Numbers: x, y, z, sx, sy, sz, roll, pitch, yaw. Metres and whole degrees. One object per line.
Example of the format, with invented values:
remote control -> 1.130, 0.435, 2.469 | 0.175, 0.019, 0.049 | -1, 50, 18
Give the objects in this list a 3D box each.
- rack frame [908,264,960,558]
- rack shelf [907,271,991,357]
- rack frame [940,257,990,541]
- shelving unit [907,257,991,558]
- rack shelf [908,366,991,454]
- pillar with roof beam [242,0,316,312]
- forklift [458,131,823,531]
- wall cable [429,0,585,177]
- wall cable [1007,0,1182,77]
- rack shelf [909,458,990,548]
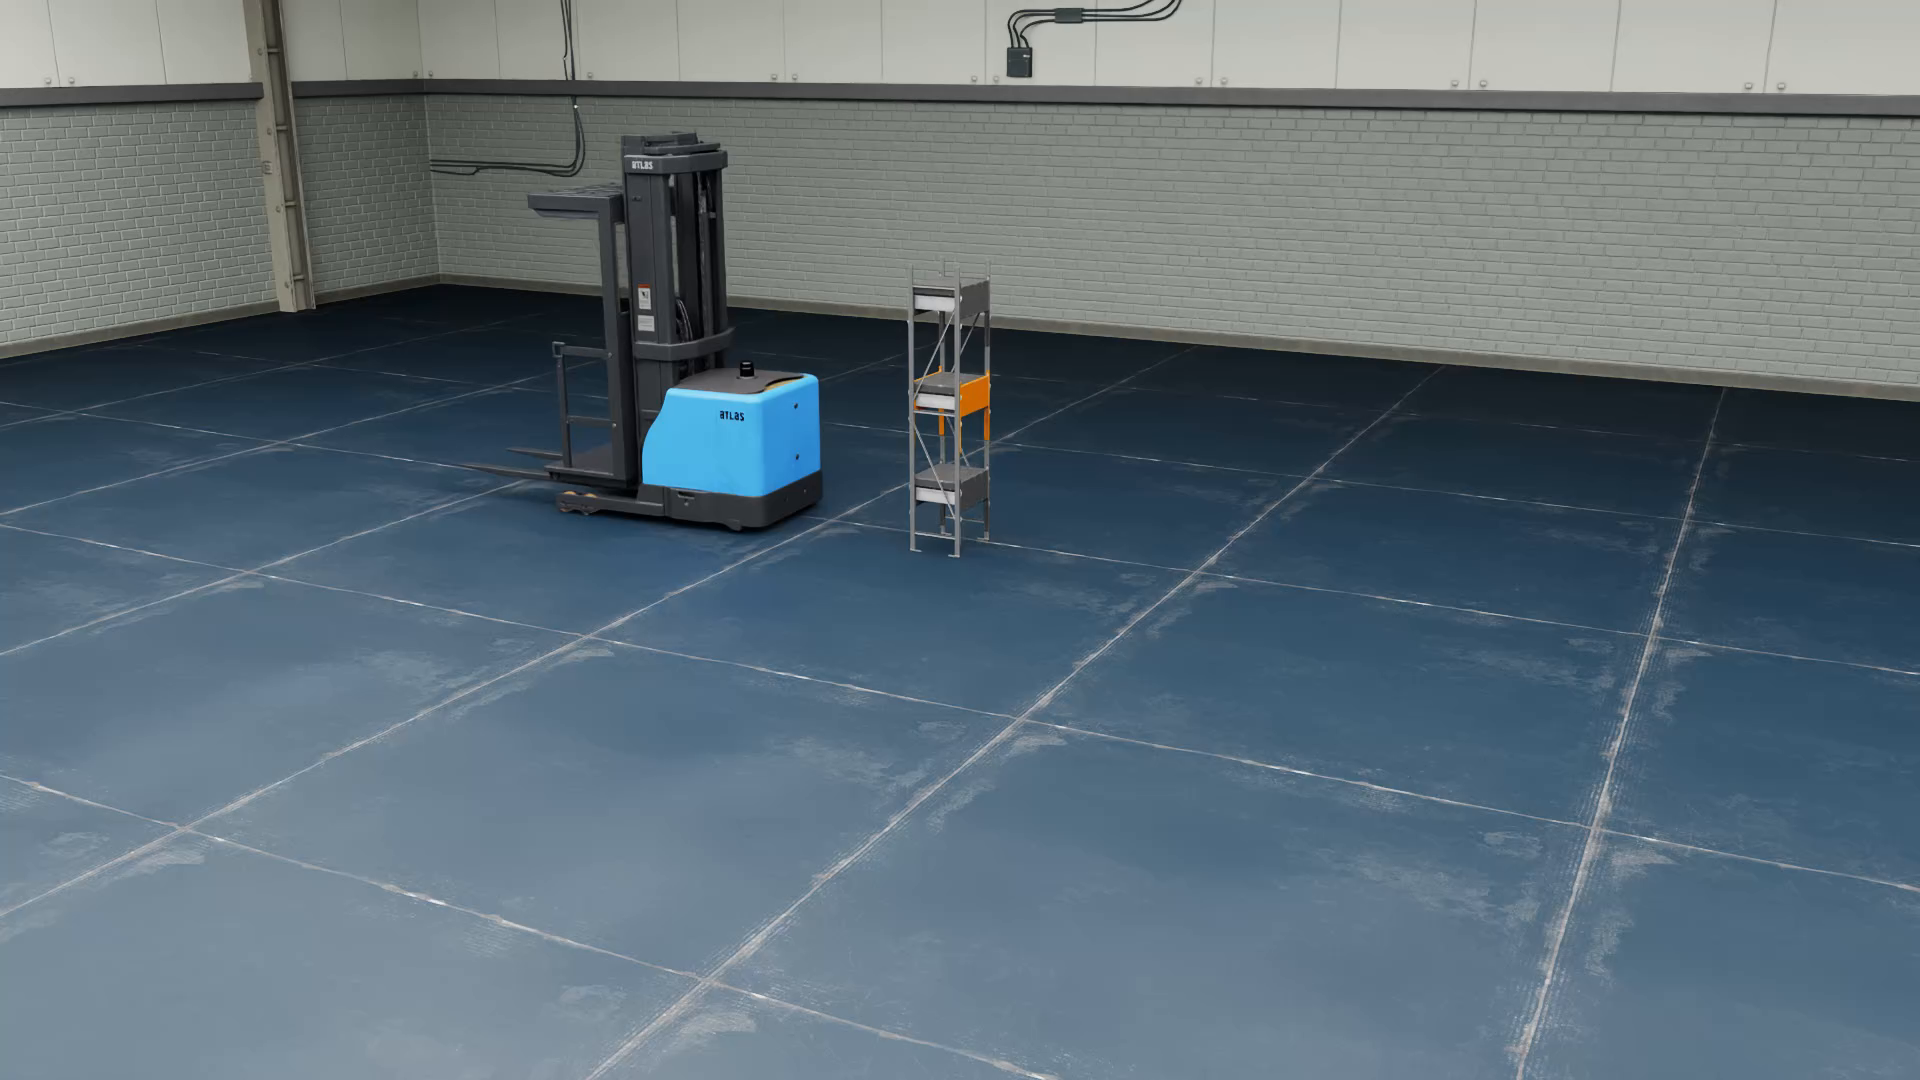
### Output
rack frame -> -0.183, -0.902, 11.874 | 0.400, 2.100, 0.015 | 8, 18, 25
rack shelf -> -0.074, -1.622, 11.888 | 0.431, 0.518, 0.480 | 8, 18, 25
rack frame -> 0.035, -1.027, 12.293 | 0.400, 2.100, 0.015 | 8, 18, 25
shelving unit -> -0.074, -0.964, 12.083 | 0.431, 2.100, 0.503 | 8, 18, 25
rack shelf -> -0.074, -0.951, 12.087 | 0.431, 0.518, 0.480 | 8, 18, 25
pillar with roof beam -> -5.501, -7.018, 20.347 | 9.100, 9.000, 0.400 | 8, 18, 25
forklift -> -2.668, -1.733, 13.210 | 3.031, 2.935, 1.130 | 7, 18, 23
wall cable -> -6.853, -6.659, 24.593 | 3.097, 2.526, 0.112 | 8, 18, 25
wall cable -> 1.633, -8.566, 19.586 | 2.305, 6.003, 0.169 | 8, 18, 25
rack shelf -> -0.074, -0.280, 12.287 | 0.431, 0.518, 0.480 | 8, 18, 25
